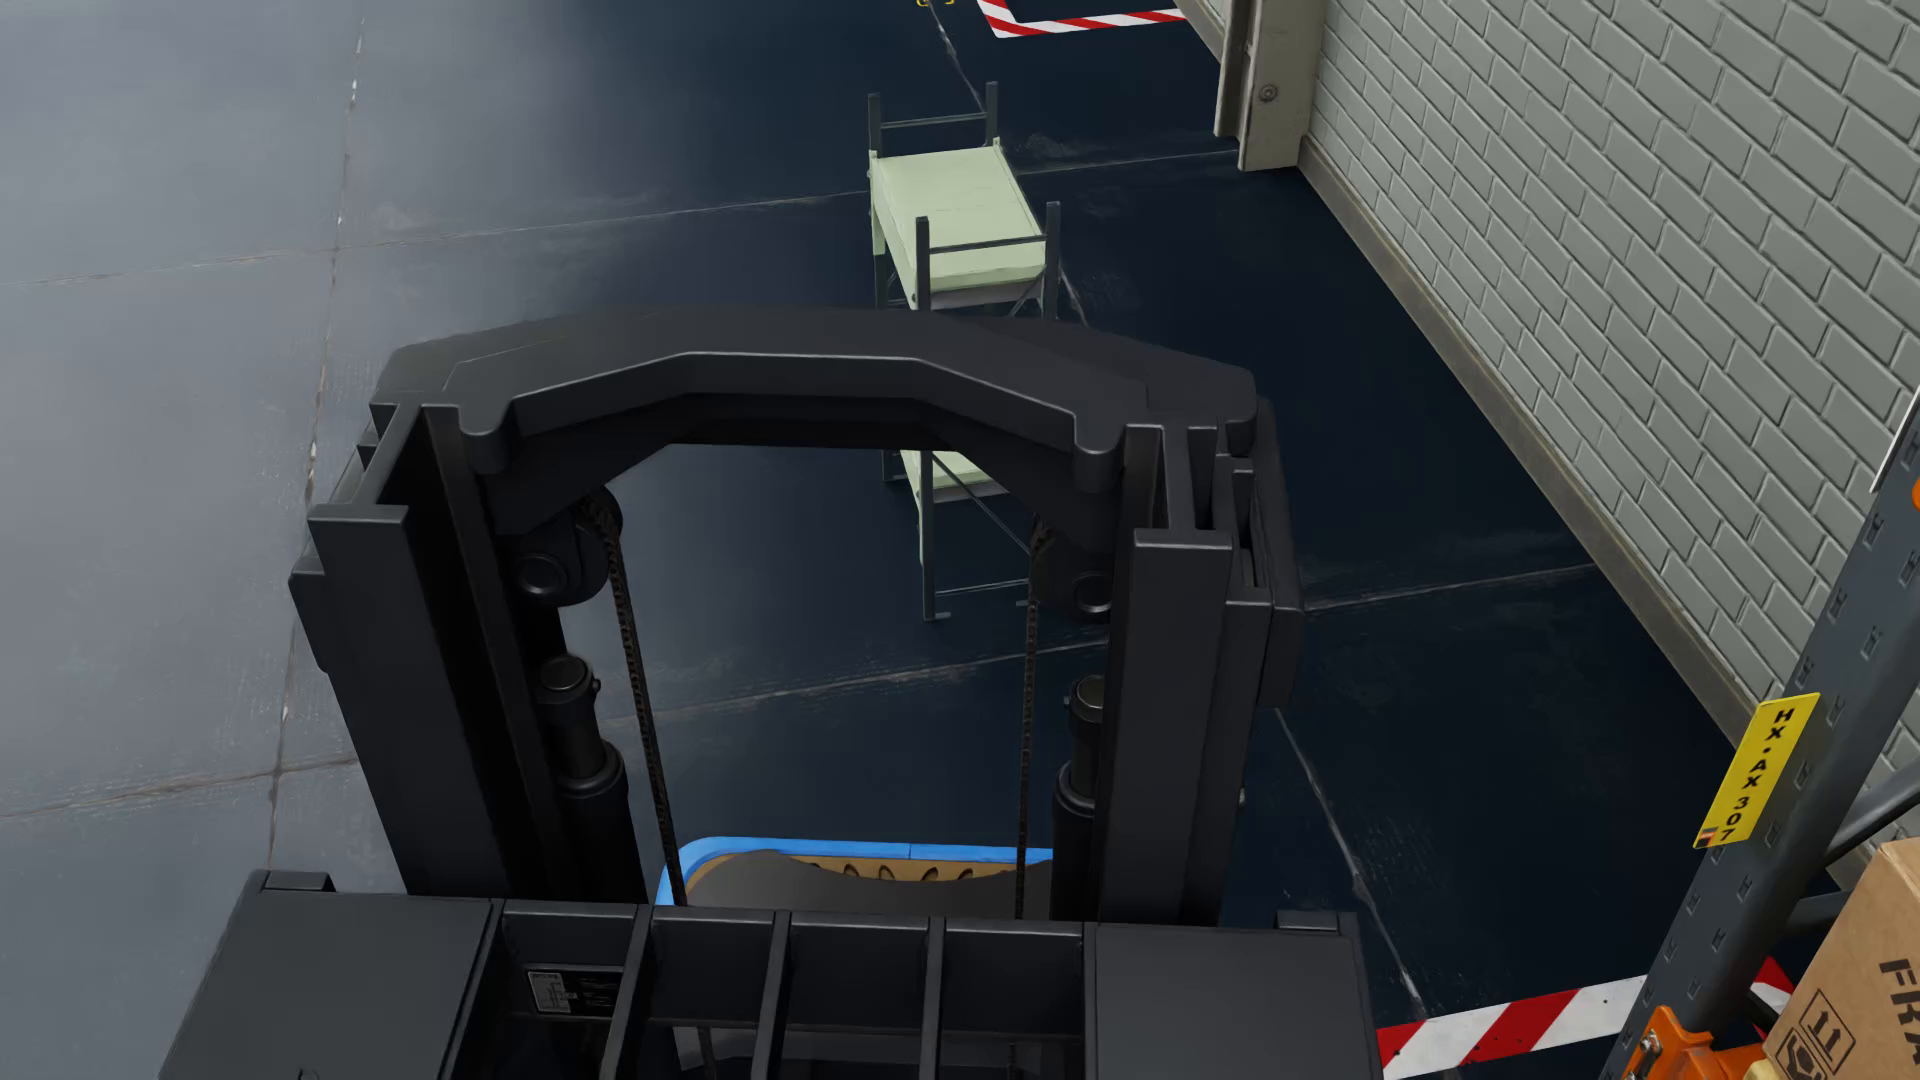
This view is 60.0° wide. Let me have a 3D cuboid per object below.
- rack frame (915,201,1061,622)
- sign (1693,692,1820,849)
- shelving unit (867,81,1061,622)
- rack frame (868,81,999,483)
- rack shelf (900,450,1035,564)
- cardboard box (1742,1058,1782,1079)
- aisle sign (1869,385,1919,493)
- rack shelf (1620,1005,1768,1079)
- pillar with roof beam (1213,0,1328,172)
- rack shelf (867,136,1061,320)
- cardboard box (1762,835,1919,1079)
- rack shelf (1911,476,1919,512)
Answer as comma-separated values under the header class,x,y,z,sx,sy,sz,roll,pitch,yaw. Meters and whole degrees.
class,x,y,z,sx,sy,sz,roll,pitch,yaw
rack frame,0.078,-0.328,4.990,0.400,1.500,0.023,-8,42,-9
sign,1.173,0.344,2.450,0.100,0.325,0.005,-8,42,-9
shelving unit,-0.001,-0.565,5.257,0.431,1.500,0.755,-8,42,-9
rack frame,-0.080,-0.802,5.524,0.400,1.500,0.023,-8,42,-9
rack shelf,-0.001,-0.321,5.473,0.431,0.370,0.720,-8,42,-9
cardboard box,1.498,1.001,2.461,0.500,0.250,0.500,-9,42,-11
aisle sign,1.394,-0.386,1.967,0.394,0.787,0.004,-8,42,-9
rack shelf,2.134,2.156,1.604,1.077,0.370,4.000,-8,42,-9
pillar with roof beam,-2.800,-4.596,4.149,9.100,9.000,0.400,-8,42,-9
rack shelf,-0.001,-0.857,4.998,0.431,0.370,0.720,-8,42,-9
cardboard box,1.512,0.711,2.223,0.500,0.500,0.500,-8,42,-9
rack shelf,2.134,1.034,0.608,1.077,0.370,4.000,-8,42,-9
